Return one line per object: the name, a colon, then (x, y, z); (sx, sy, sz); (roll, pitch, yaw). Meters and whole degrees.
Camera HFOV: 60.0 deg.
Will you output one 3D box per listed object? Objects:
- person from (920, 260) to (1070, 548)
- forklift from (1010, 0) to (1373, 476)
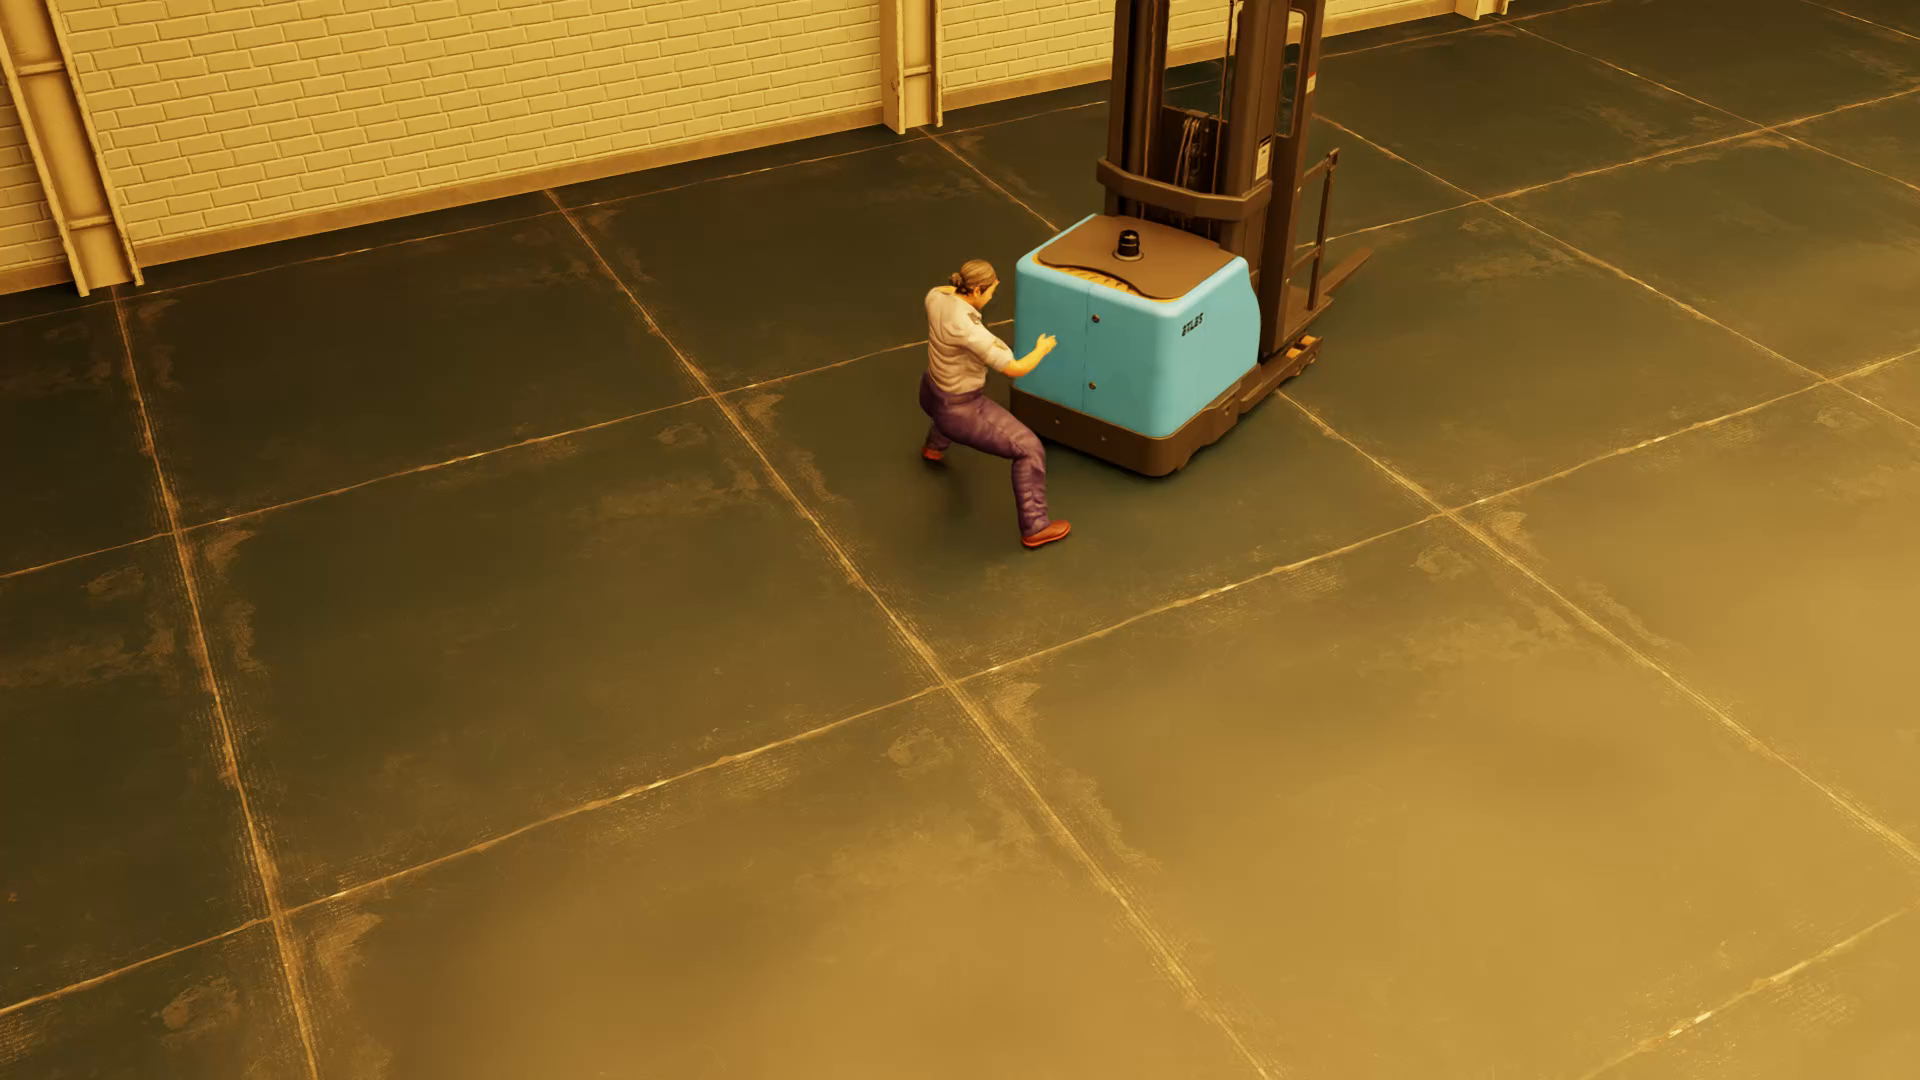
person: (0.129, -0.812, 8.586); (0.661, 1.414, 1.113); (-15, 38, -20)
forklift: (1.564, -2.341, 9.434); (1.130, 2.935, 3.031); (23, 41, 29)
